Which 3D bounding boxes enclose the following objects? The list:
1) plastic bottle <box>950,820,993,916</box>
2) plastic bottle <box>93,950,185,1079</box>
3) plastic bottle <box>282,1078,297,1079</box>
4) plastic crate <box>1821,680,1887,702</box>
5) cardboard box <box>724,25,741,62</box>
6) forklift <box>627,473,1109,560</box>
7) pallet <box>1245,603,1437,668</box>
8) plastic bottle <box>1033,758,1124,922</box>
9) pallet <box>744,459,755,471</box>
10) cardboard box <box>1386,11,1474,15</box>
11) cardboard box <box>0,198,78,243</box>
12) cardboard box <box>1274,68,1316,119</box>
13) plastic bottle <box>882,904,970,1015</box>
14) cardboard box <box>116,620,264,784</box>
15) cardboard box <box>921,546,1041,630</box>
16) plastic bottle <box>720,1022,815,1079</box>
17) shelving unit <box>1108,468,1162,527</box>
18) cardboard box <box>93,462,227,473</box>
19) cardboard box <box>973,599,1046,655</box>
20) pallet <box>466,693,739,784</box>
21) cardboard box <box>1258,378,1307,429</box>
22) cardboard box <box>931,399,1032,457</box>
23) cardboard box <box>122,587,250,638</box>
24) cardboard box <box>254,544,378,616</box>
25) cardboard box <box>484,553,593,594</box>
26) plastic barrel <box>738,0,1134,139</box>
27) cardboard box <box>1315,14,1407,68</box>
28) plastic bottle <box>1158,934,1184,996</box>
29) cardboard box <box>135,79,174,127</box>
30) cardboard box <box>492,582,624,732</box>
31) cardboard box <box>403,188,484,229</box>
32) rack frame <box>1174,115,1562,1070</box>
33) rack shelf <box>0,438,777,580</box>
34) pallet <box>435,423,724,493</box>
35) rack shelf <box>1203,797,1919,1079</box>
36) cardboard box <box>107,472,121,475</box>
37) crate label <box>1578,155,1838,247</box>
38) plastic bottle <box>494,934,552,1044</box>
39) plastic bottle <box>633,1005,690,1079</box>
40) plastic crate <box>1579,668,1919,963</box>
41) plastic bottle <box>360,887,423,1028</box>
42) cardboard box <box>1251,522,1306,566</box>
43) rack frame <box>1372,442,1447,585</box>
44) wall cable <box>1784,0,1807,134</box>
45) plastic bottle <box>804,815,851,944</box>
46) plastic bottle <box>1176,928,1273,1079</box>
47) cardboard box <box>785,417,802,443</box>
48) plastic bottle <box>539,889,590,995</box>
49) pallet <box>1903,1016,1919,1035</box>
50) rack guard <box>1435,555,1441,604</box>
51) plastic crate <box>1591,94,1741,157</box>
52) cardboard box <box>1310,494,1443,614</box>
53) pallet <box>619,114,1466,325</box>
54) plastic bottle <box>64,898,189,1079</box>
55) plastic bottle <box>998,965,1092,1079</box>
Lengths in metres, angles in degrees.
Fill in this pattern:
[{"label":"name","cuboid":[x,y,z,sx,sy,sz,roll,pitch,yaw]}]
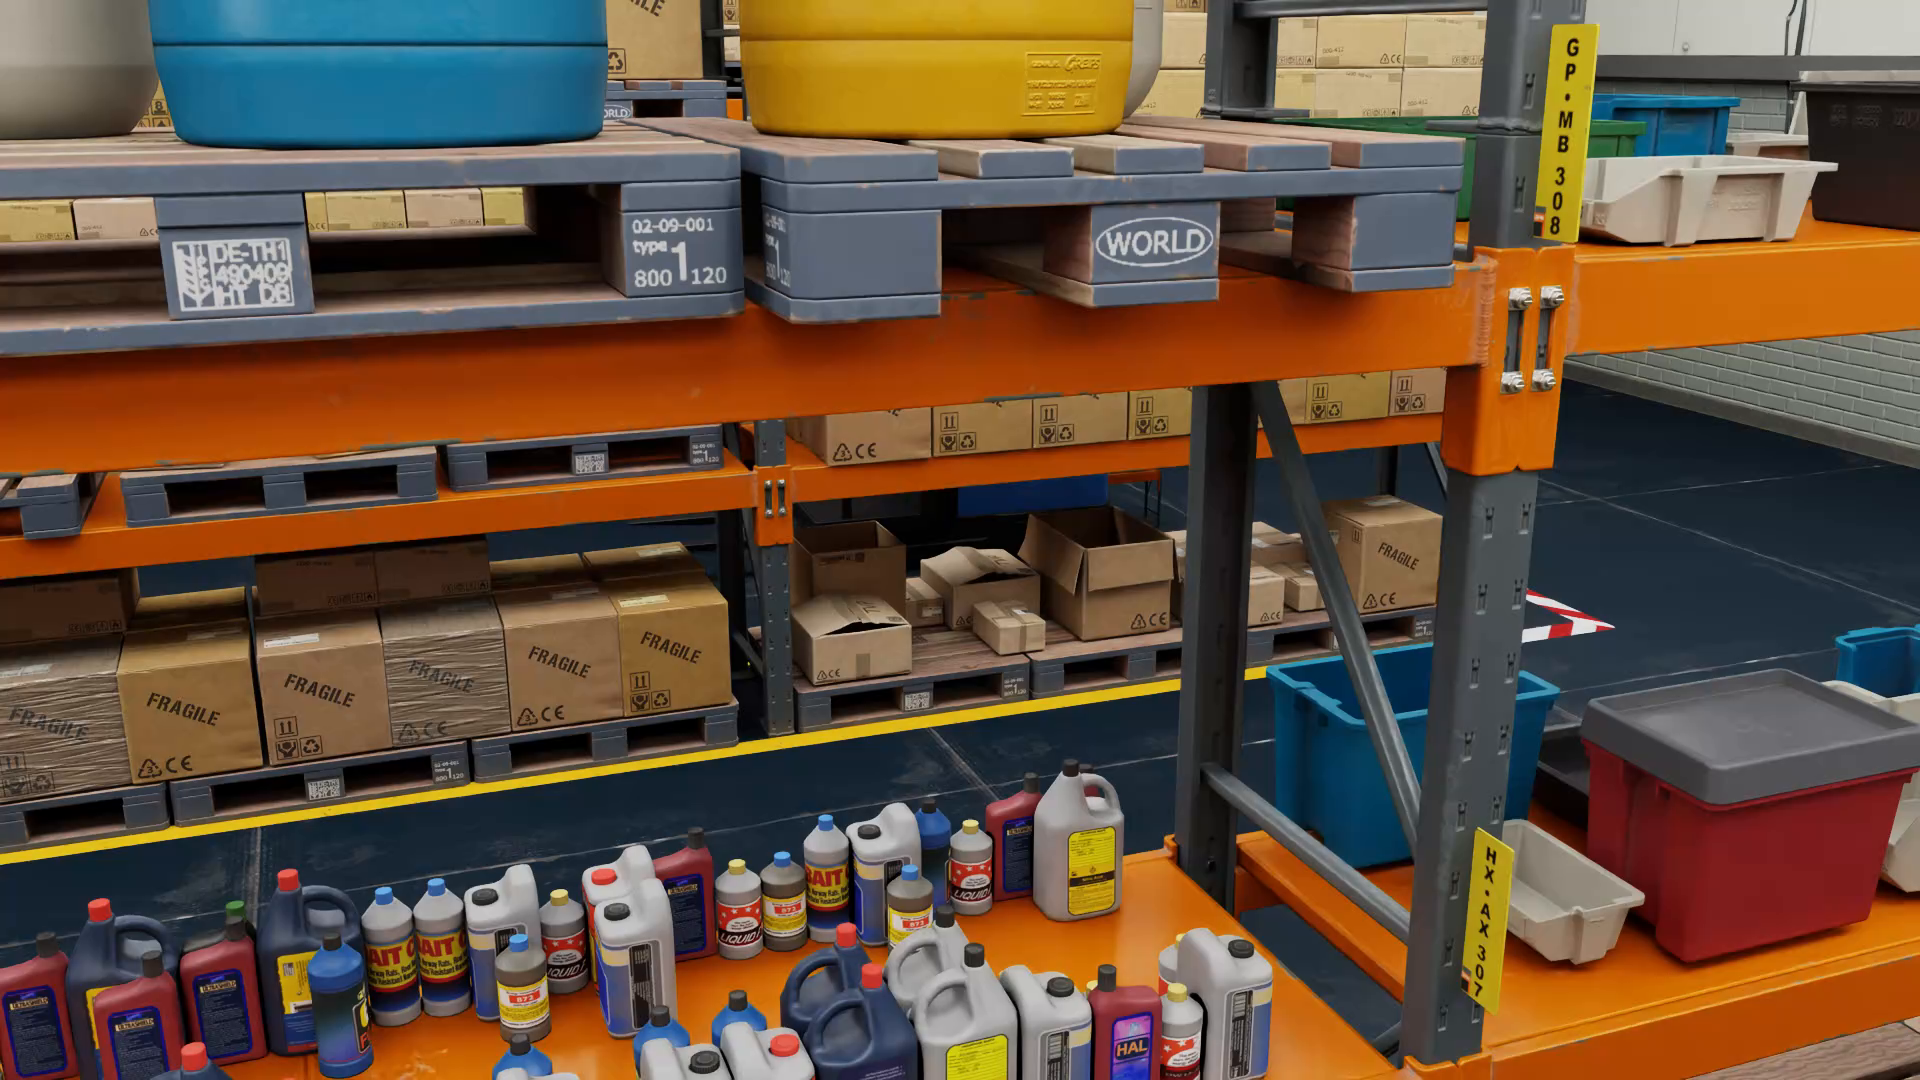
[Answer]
[{"label":"plastic bottle","cuboid":[0.023,0.718,3.681,0.097,0.201,0.097,0,16,0]},{"label":"plastic bottle","cuboid":[-1.474,0.879,2.989,0.133,0.283,0.061,-6,17,-20]},{"label":"plastic bottle","cuboid":[-1.026,0.982,2.518,0.185,0.351,0.144,-6,17,-20]},{"label":"plastic crate","cuboid":[2.263,0.511,4.394,0.466,0.136,0.293,-6,17,-20]},{"label":"cardboard box","cuboid":[-1.580,-3.603,12.063,0.500,0.250,0.500,-7,18,-21]},{"label":"forklift","cuboid":[-0.600,-1.352,10.500,3.031,2.935,1.130,-5,17,-17]},{"label":"pallet","cuboid":[1.895,0.388,9.403,1.213,0.211,1.003,-6,17,-20]},{"label":"plastic bottle","cuboid":[0.262,0.646,3.661,0.185,0.351,0.144,-6,17,-20]},{"label":"pallet","cuboid":[-2.063,-0.656,12.959,1.213,0.211,1.003,-6,17,-20]},{"label":"cardboard box","cuboid":[2.236,-2.949,8.542,0.500,0.500,0.700,-6,17,-20]},{"label":"cardboard box","cuboid":[-5.993,-2.076,10.772,0.500,0.250,0.500,-6,17,-19]},{"label":"cardboard box","cuboid":[1.392,-2.183,8.152,0.500,0.250,0.500,-6,17,-20]},{"label":"plastic bottle","cuboid":[-0.049,0.833,3.026,0.185,0.351,0.144,-6,17,-20]},{"label":"cardboard box","cuboid":[-3.276,0.682,7.107,0.500,0.500,0.500,-6,18,-21]},{"label":"cardboard box","cuboid":[0.106,0.236,8.962,0.500,0.311,0.500,-6,17,-20]},{"label":"plastic bottle","cuboid":[-0.320,0.940,2.792,0.135,0.276,0.152,-6,17,-20]},{"label":"shelving unit","cuboid":[1.096,-0.675,11.266,0.503,1.200,0.258,-5,17,-17]},{"label":"cardboard box","cuboid":[-3.290,-0.617,6.951,0.500,0.500,0.700,-3,17,-10]},{"label":"cardboard box","cuboid":[0.249,0.438,8.531,0.250,0.166,0.380,-6,17,-20]},{"label":"pallet","cuboid":[-1.771,0.795,8.017,1.213,0.211,1.003,-6,17,-20]},{"label":"cardboard box","cuboid":[1.439,-0.868,8.552,0.500,0.500,0.500,-6,17,-20]},{"label":"cardboard box","cuboid":[0.026,-0.715,8.033,0.500,0.500,0.500,-6,17,-19]},{"label":"cardboard box","cuboid":[-3.487,0.548,7.563,0.500,0.500,0.500,-7,18,-22]},{"label":"cardboard box","cuboid":[-2.966,0.129,7.658,0.500,0.250,0.500,-7,18,-21]},{"label":"cardboard box","cuboid":[-2.058,0.394,8.087,0.500,0.500,0.500,-6,17,-19]},{"label":"plastic barrel","cuboid":[-0.035,-0.917,2.495,0.600,0.588,0.600,0,16,0]},{"label":"cardboard box","cuboid":[1.855,-2.476,8.262,0.500,0.250,0.500,-6,17,-20]},{"label":"plastic bottle","cuboid":[0.430,0.858,3.207,0.097,0.201,0.097,0,16,0]},{"label":"cardboard box","cuboid":[-3.403,-1.876,6.661,0.500,0.500,0.910,-6,17,-20]},{"label":"cardboard box","cuboid":[-1.848,0.526,7.639,0.500,0.500,0.500,-6,17,-20]},{"label":"cardboard box","cuboid":[-3.626,-2.335,11.654,0.500,0.250,0.500,-6,17,-19]},{"label":"rack frame","cuboid":[0.744,0.668,3.498,0.127,3.000,1.000,-6,17,-20]},{"label":"rack shelf","cuboid":[-2.892,-0.088,7.352,4.000,0.370,1.077,-6,17,-20]},{"label":"pallet","cuboid":[-1.810,-0.491,7.788,1.213,0.211,1.003,-6,17,-20]},{"label":"rack shelf","cuboid":[2.612,0.812,4.286,4.000,0.370,1.077,-6,17,-20]},{"label":"cardboard box","cuboid":[-5.802,-0.745,11.380,0.750,0.750,0.750,-6,18,-21]},{"label":"crate label","cuboid":[1.304,-0.618,3.022,0.466,0.136,0.293,-6,17,-20]},{"label":"plastic bottle","cuboid":[-0.844,0.858,3.206,0.097,0.201,0.097,0,16,0]},{"label":"plastic bottle","cuboid":[-0.508,0.925,2.852,0.097,0.271,0.097,0,16,0]},{"label":"plastic crate","cuboid":[1.668,0.585,3.563,0.583,0.464,0.402,-6,17,-20]},{"label":"plastic bottle","cuboid":[-1.115,0.808,3.253,0.097,0.271,0.097,0,16,0]},{"label":"cardboard box","cuboid":[1.634,0.100,9.532,0.500,0.250,0.500,-6,17,-20]},{"label":"rack frame","cuboid":[2.710,-1.039,9.311,0.127,3.000,1.000,-6,17,-20]},{"label":"wall cable","cuboid":[6.344,-4.206,14.962,0.112,2.526,3.097,-6,17,-20]},{"label":"plastic bottle","cuboid":[-0.284,0.718,3.558,0.097,0.271,0.097,0,16,0]},{"label":"plastic bottle","cuboid":[0.492,0.853,3.091,0.135,0.276,0.152,-6,17,-20]},{"label":"cardboard box","cuboid":[-0.650,-0.801,8.325,0.500,0.500,0.500,-6,17,-19]},{"label":"plastic bottle","cuboid":[-0.807,0.808,3.376,0.097,0.201,0.097,0,16,0]},{"label":"pallet","cuboid":[3.695,1.676,5.016,1.213,0.211,1.003,-6,17,-20]},{"label":"rack guard","cuboid":[2.639,0.169,9.637,0.348,0.500,1.175,-6,17,-20]},{"label":"plastic crate","cuboid":[1.480,-0.866,3.698,0.300,0.233,0.416,-6,17,-20]},{"label":"cardboard box","cuboid":[2.291,0.069,9.194,0.500,0.500,0.500,-6,17,-20]},{"label":"pallet","cuboid":[0.047,-0.575,2.746,1.003,0.211,1.213,-6,17,-20]},{"label":"plastic bottle","cuboid":[-1.535,0.822,3.063,0.185,0.351,0.144,-6,17,-20]},{"label":"plastic bottle","cuboid":[0.151,0.890,2.966,0.135,0.276,0.152,-6,17,-20]}]
